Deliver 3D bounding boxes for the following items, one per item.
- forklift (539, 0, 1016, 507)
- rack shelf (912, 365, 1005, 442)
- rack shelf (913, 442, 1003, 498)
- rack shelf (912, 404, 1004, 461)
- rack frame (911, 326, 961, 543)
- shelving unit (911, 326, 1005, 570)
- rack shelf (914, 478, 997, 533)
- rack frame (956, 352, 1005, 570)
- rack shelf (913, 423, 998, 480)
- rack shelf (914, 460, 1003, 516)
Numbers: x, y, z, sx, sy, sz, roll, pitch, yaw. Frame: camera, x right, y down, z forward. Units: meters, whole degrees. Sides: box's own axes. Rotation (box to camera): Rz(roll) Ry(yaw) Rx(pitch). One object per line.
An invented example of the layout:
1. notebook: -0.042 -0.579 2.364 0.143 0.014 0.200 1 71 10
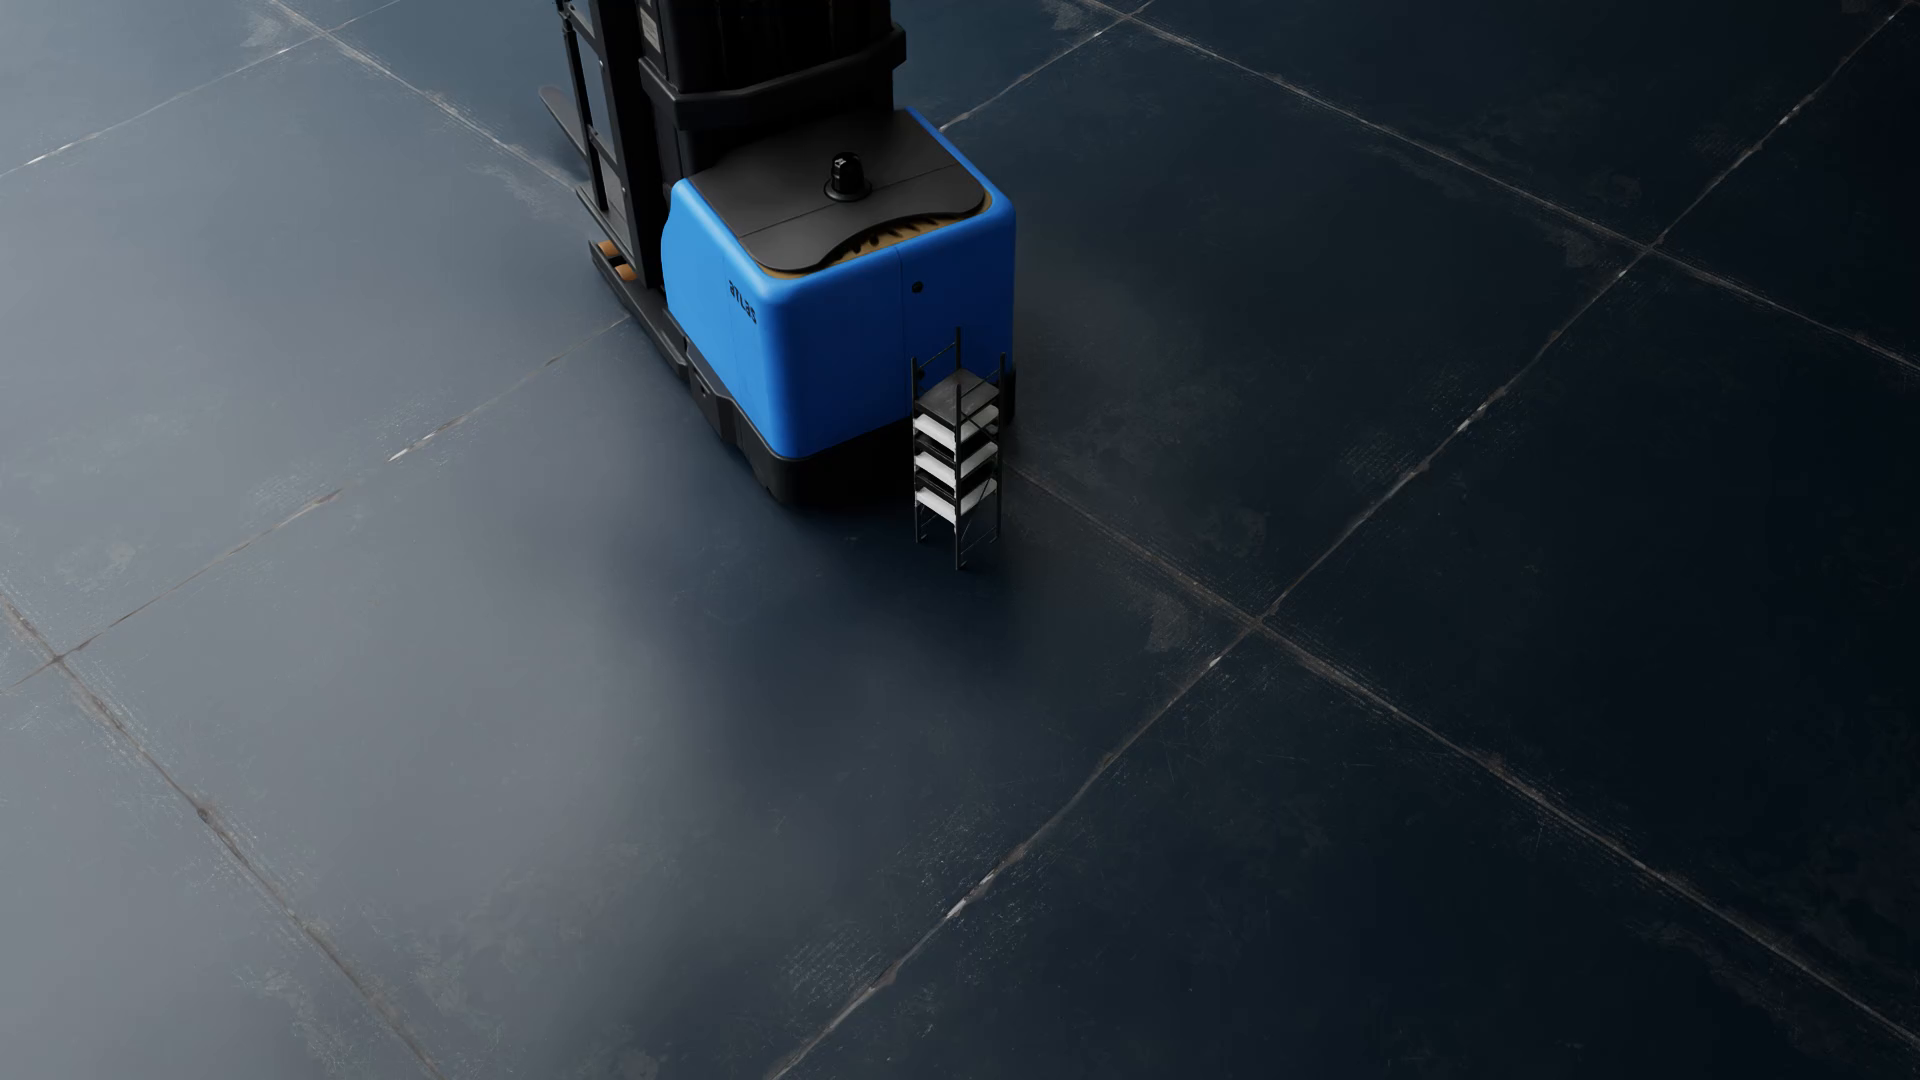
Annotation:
1. forklift: -0.965 -2.194 6.300 1.130 2.935 3.031 -23 51 -20
2. rack shelf: -0.006 -0.474 5.753 0.200 0.077 0.258 34 55 28
3. rack shelf: -0.006 -0.289 5.950 0.200 0.077 0.258 34 55 28
4. rack shelf: -0.006 -0.412 5.819 0.200 0.077 0.258 34 55 28
5. rack frame: -0.081 -0.362 5.973 0.006 0.900 0.240 34 55 28
6. shelving unit: -0.006 -0.312 5.926 0.210 0.900 0.258 34 55 28
7. rack shelf: -0.006 -0.166 6.081 0.200 0.077 0.258 34 55 28
8. rack frame: 0.069 -0.262 5.879 0.006 0.900 0.240 34 55 28
9. rack shelf: -0.006 -0.351 5.884 0.200 0.077 0.258 34 55 28
10. rack shelf: -0.006 -0.228 6.016 0.200 0.077 0.258 34 55 28
